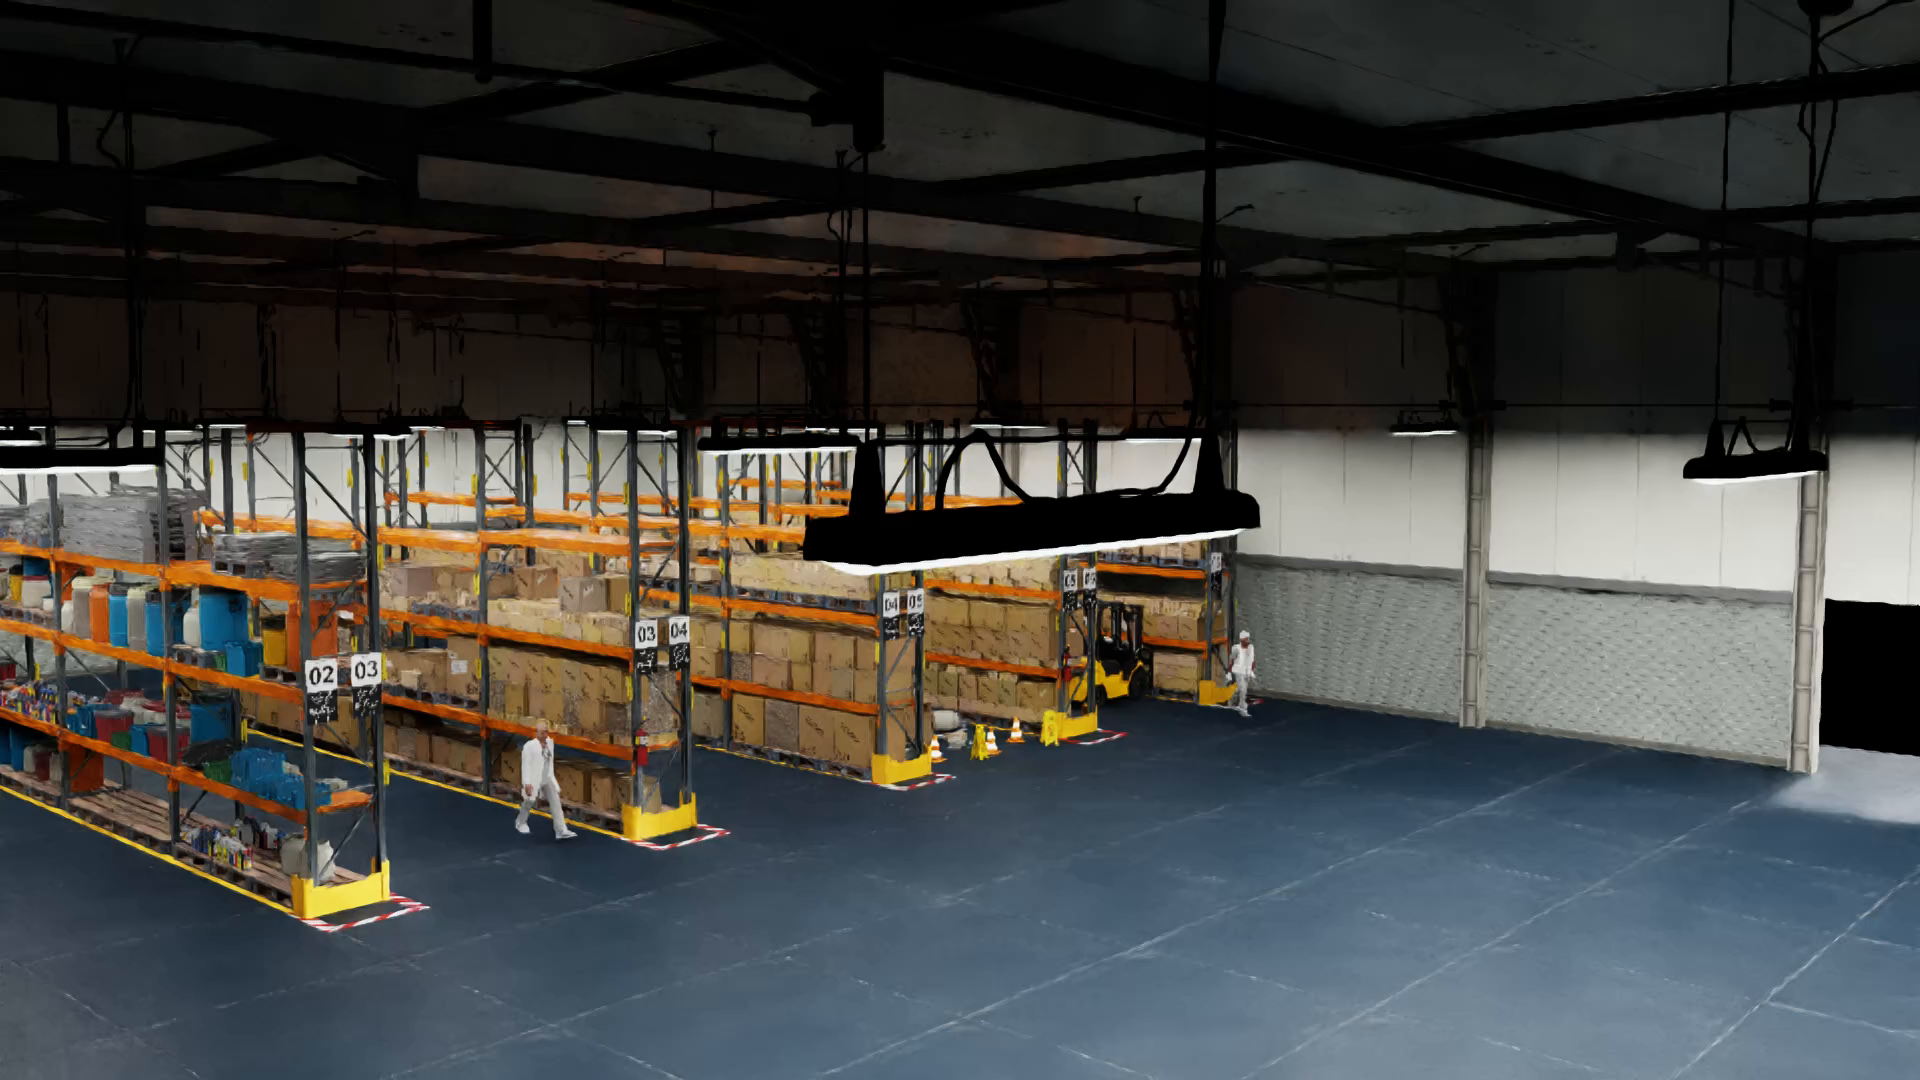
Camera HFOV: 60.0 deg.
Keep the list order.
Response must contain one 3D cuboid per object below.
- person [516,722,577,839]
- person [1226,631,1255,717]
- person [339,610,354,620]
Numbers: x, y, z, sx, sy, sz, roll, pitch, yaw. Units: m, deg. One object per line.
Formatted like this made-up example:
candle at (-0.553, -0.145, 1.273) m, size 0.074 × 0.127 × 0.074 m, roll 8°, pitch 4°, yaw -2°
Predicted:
person at (-6.103, 3.485, 24.211) m, size 1.193 × 1.698 × 0.598 m, roll 5°, pitch 7°, yaw 45°
person at (5.732, 2.700, 33.843) m, size 0.591 × 1.746 × 0.951 m, roll -3°, pitch 5°, yaw -32°
person at (-15.509, 1.983, 42.322) m, size 0.643 × 1.767 × 0.399 m, roll 1°, pitch 5°, yaw 11°
